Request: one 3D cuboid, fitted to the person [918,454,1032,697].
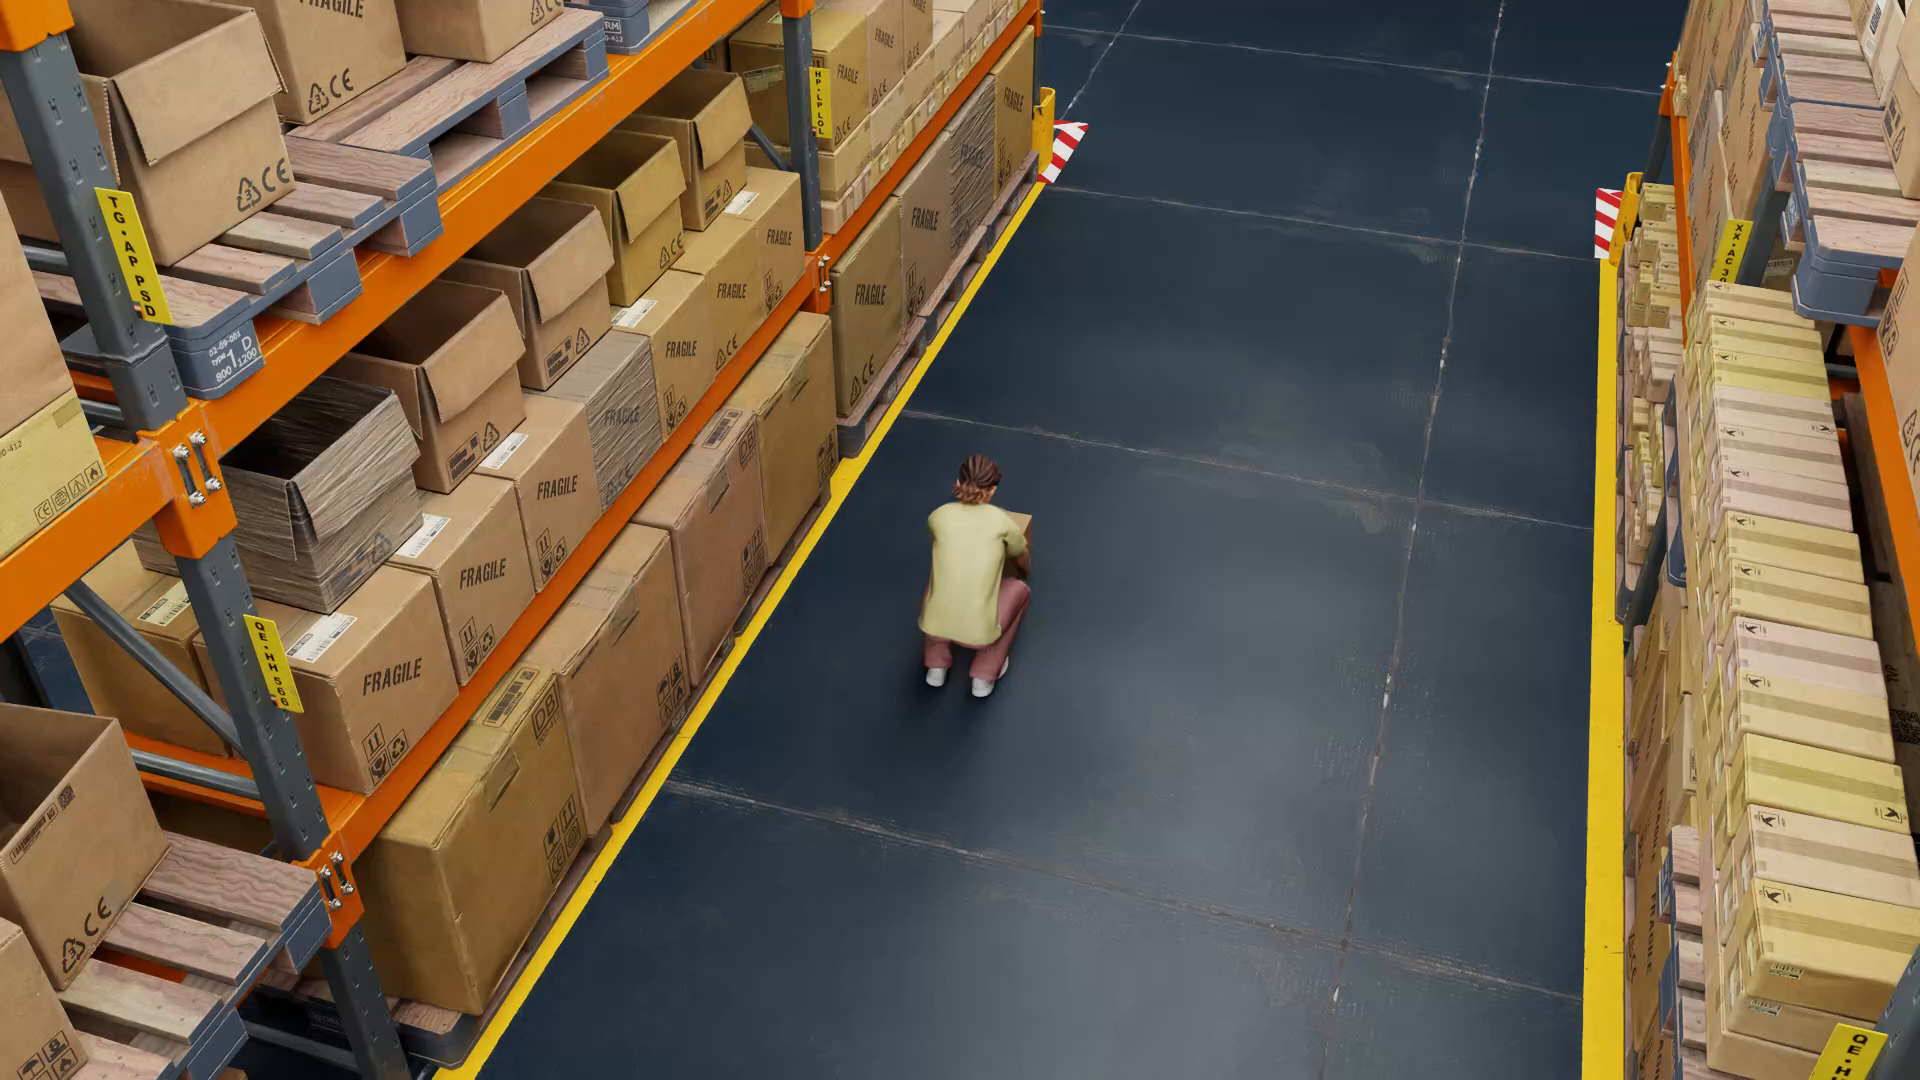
[{"bbox_3d":[0.066,0.131,7.357,0.471,0.914,0.862,10,38,13],"label":"person"}]
